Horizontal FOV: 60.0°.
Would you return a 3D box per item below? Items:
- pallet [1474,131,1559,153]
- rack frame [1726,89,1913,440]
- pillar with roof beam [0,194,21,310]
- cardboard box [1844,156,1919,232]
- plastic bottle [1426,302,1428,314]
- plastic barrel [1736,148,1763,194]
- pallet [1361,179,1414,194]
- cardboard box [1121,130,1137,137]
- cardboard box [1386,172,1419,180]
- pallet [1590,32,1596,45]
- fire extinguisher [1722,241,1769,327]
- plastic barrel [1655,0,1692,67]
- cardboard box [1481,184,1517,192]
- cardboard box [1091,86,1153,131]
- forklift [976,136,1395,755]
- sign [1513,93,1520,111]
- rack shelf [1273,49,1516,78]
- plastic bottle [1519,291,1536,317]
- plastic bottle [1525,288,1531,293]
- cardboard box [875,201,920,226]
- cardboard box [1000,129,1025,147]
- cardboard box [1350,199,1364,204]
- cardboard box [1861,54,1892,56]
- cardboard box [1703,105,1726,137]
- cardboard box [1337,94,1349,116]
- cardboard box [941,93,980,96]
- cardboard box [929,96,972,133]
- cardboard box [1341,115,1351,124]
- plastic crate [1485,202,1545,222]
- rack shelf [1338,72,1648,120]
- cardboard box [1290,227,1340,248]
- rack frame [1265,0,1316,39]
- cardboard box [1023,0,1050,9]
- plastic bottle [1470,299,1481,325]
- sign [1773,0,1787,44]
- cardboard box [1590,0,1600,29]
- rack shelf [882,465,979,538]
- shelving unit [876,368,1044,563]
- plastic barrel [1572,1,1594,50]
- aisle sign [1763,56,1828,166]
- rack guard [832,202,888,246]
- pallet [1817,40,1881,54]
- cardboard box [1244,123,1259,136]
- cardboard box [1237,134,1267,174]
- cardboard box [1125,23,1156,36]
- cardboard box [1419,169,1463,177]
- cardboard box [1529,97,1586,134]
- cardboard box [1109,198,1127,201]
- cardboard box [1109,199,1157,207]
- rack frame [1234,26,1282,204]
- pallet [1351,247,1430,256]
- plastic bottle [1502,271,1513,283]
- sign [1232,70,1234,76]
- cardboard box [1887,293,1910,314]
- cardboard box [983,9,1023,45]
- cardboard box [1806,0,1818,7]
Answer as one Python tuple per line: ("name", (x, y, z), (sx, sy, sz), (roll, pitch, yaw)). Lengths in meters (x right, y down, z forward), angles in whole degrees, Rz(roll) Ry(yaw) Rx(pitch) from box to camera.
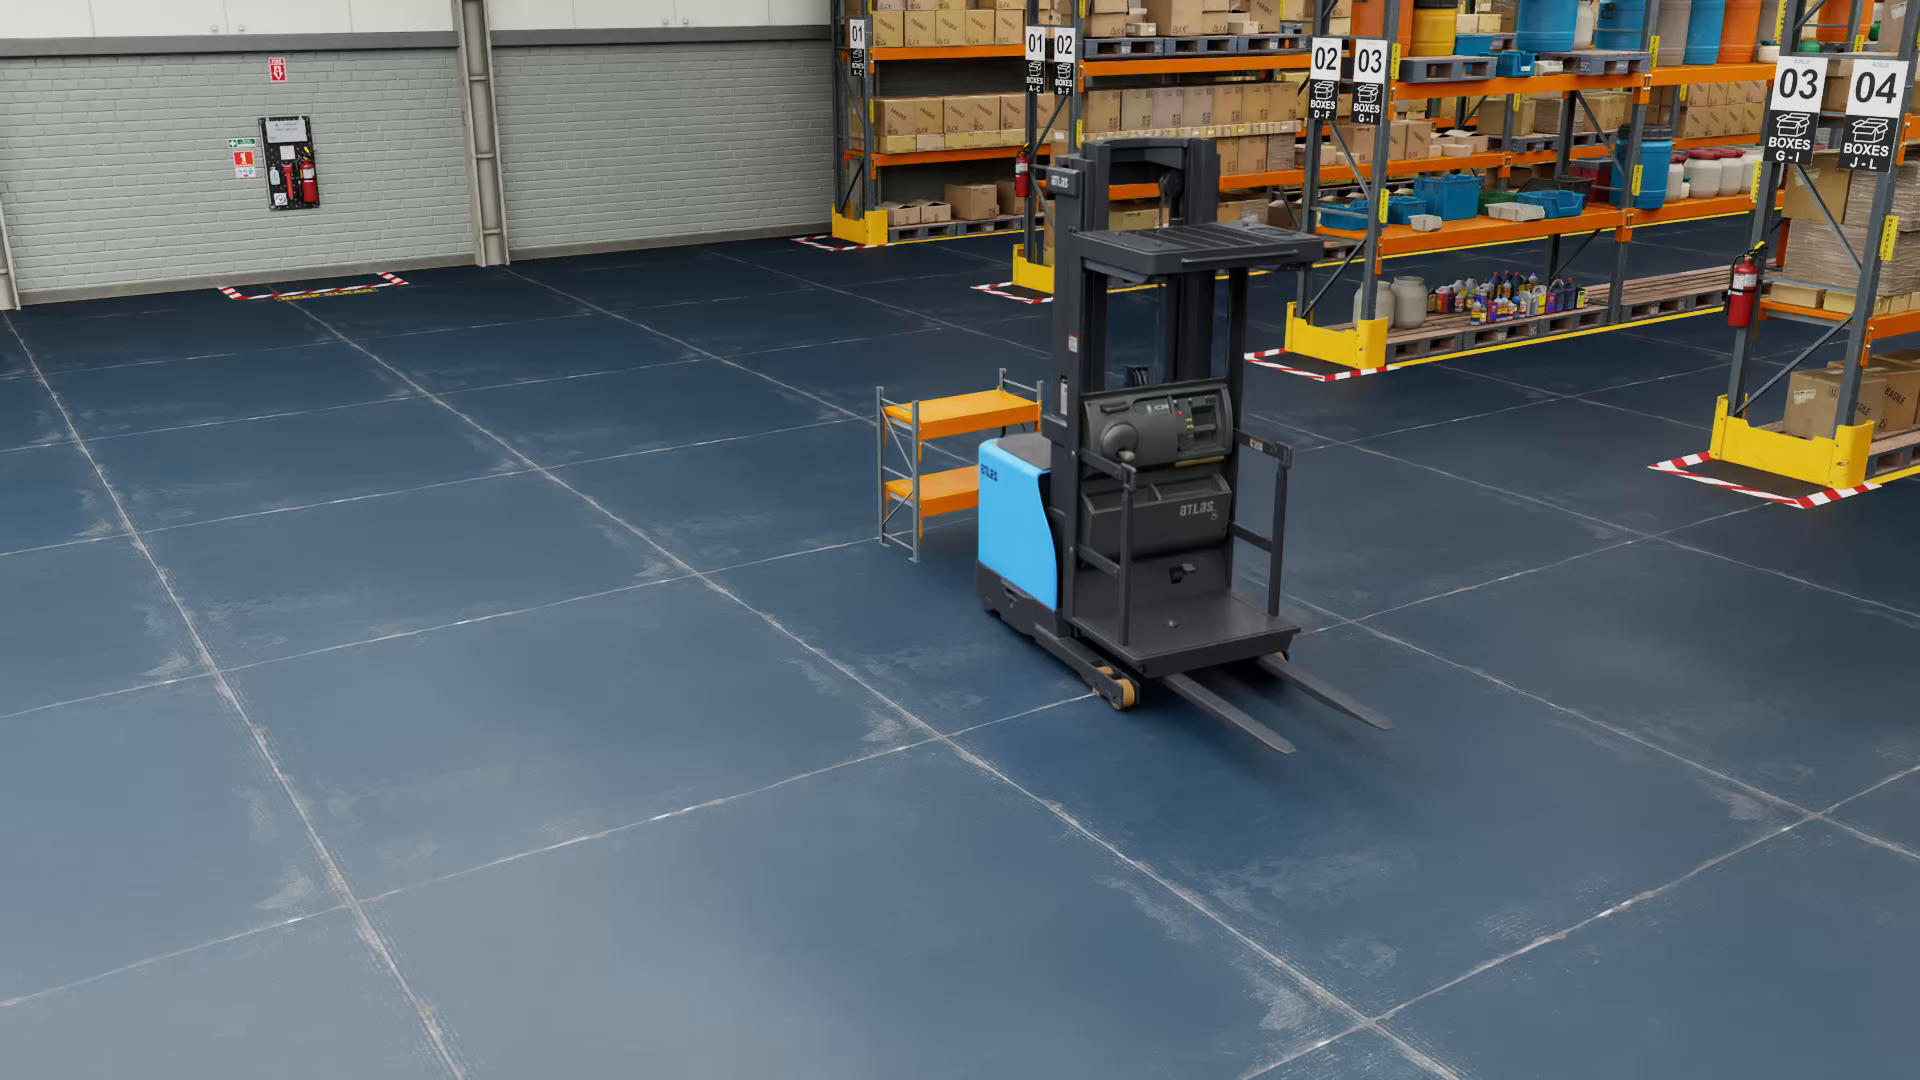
("pallet", (8.353, -6.083, 25.355), (1.003, 0.211, 1.213), (-12, 22, -31))
("rack frame", (6.590, -1.977, 12.908), (0.127, 3.000, 1.000), (-12, 22, -31))
("pillar with roof beam", (-9.129, -5.883, 15.095), (0.400, 9.000, 9.100), (-12, 22, -31))
("cardboard box", (7.199, -2.663, 12.755), (0.500, 0.500, 0.500), (-12, 22, -31))
("plastic bottle", (5.158, -2.625, 18.508), (0.097, 0.201, 0.097), (0, 19, 0))
("plastic barrel", (9.453, -4.451, 20.052), (0.421, 0.512, 0.421), (0, 19, 0))
("pallet", (7.836, -6.588, 30.902), (1.213, 0.211, 1.003), (-12, 22, -31))
("cardboard box", (2.019, -5.084, 20.930), (0.250, 0.149, 0.380), (-12, 22, -31))
("cardboard box", (7.968, -7.096, 30.753), (0.750, 0.750, 0.750), (-12, 22, -31))
("pallet", (9.719, -7.793, 25.722), (1.003, 0.211, 1.213), (-12, 22, -31))
("fire extinguisher", (6.241, -2.043, 13.225), (0.183, 0.674, 0.296), (-12, 22, -31))
("plastic barrel", (8.058, -5.927, 19.127), (0.600, 0.901, 0.600), (0, 19, 0))
("cardboard box", (8.478, -5.288, 25.918), (0.500, 0.500, 0.500), (-11, 22, -29))
("cardboard box", (2.022, -5.471, 21.063), (0.500, 0.500, 0.700), (-13, 22, -33))
("forklift", (1.202, -0.630, 9.032), (1.130, 2.935, 3.031), (-9, 21, -25))
("sign", (8.134, -6.437, 24.293), (0.005, 0.325, 0.100), (-12, 22, -31))
("rack shelf", (6.156, -6.764, 23.508), (4.000, 0.370, 1.077), (-12, 22, -31))
("plastic bottle", (6.259, -2.615, 18.363), (0.135, 0.276, 0.152), (-11, 22, -30))
("plastic bottle", (6.319, -2.669, 18.511), (0.133, 0.283, 0.061), (-12, 22, -31))
("cardboard box", (-0.956, -4.984, 25.314), (0.500, 0.311, 0.500), (-15, 24, -37))
("cardboard box", (0.696, -6.252, 25.756), (0.500, 0.250, 0.500), (-12, 22, -32))
("cardboard box", (5.820, -4.678, 23.660), (0.500, 0.311, 0.500), (-13, 22, -33))
("cardboard box", (6.932, -3.662, 12.822), (0.250, 0.149, 0.380), (-13, 22, -33))
("cardboard box", (12.168, -6.896, 27.303), (0.500, 0.500, 0.500), (-11, 22, -30))
("cardboard box", (6.502, -7.752, 29.340), (0.500, 0.500, 0.500), (-12, 22, -32))
("cardboard box", (-0.031, -6.652, 25.769), (0.500, 0.500, 0.500), (-12, 22, -31))
("cardboard box", (-0.166, -6.422, 25.090), (0.500, 0.500, 0.500), (-13, 22, -33))
("cardboard box", (6.776, -7.520, 29.666), (0.250, 0.149, 0.380), (-12, 22, -31))
("plastic crate", (5.989, -3.527, 17.906), (0.437, 0.136, 0.530), (-12, 22, -31))
("rack shelf", (5.536, -4.734, 17.503), (4.000, 0.370, 1.077), (-12, 22, -31))
("cardboard box", (4.958, -4.233, 23.219), (0.500, 0.250, 0.500), (-13, 22, -33))
("rack frame", (4.485, -8.174, 21.871), (0.127, 3.000, 1.000), (-12, 22, -31))
("cardboard box", (1.034, -8.347, 25.318), (0.500, 0.500, 0.500), (-11, 21, -28))
("plastic bottle", (5.551, -2.453, 17.891), (0.097, 0.271, 0.097), (0, 19, 0))
("sign", (6.301, -3.969, 12.735), (0.005, 0.325, 0.100), (-12, 22, -31))
("cardboard box", (9.593, -8.151, 25.519), (0.600, 0.600, 0.600), (-13, 23, -34))
("rack shelf", (0.006, -0.302, 11.646), (1.000, 0.278, 0.538), (-12, 22, -31))
("shelving unit", (0.006, -0.534, 11.568), (1.048, 1.125, 0.538), (-12, 22, -31))
("plastic barrel", (6.739, -5.656, 18.276), (0.421, 0.512, 0.421), (0, 19, 0))
("aisle sign", (6.373, -3.277, 12.697), (0.004, 0.787, 0.394), (-12, 22, -31))
("rack guard", (-1.520, -4.781, 25.105), (0.348, 0.500, 1.175), (-12, 22, -31))
("pallet", (11.240, -6.151, 20.866), (1.213, 0.211, 1.003), (-12, 22, -31))
("cardboard box", (3.732, -5.445, 21.997), (0.250, 0.149, 0.380), (-12, 22, -32))
("cardboard box", (3.681, -5.204, 22.299), (0.500, 0.500, 0.700), (-12, 22, -32))
("cardboard box", (2.224, -6.354, 20.691), (0.250, 0.149, 0.380), (-12, 22, -31))
("cardboard box", (9.120, -7.184, 31.559), (0.500, 0.500, 0.700), (-12, 22, -31))
("cardboard box", (9.159, -6.533, 25.575), (0.500, 0.500, 0.700), (-8, 20, -21))
("cardboard box", (2.363, -5.814, 27.475), (0.500, 0.500, 0.700), (-11, 22, -30))
("cardboard box", (2.256, -4.233, 22.048), (0.500, 0.500, 0.500), (-12, 22, -31))
("rack frame", (5.098, -7.360, 28.833), (0.127, 3.000, 1.000), (-12, 22, -31))
("pallet", (6.099, -4.367, 24.332), (1.213, 0.211, 1.003), (-12, 22, -31))
("plastic bottle", (6.304, -2.928, 19.172), (0.185, 0.351, 0.144), (-11, 22, -30))
("sign", (4.790, -8.057, 29.085), (0.005, 0.325, 0.100), (-12, 22, -31))
("cardboard box", (7.178, -1.883, 13.023), (0.250, 0.149, 0.380), (-12, 22, -31))
("cardboard box", (0.600, -7.785, 25.218), (0.500, 0.500, 0.500), (-13, 23, -33))
("cardboard box", (14.087, -9.292, 28.147), (0.500, 0.500, 0.700), (-12, 22, -31))
